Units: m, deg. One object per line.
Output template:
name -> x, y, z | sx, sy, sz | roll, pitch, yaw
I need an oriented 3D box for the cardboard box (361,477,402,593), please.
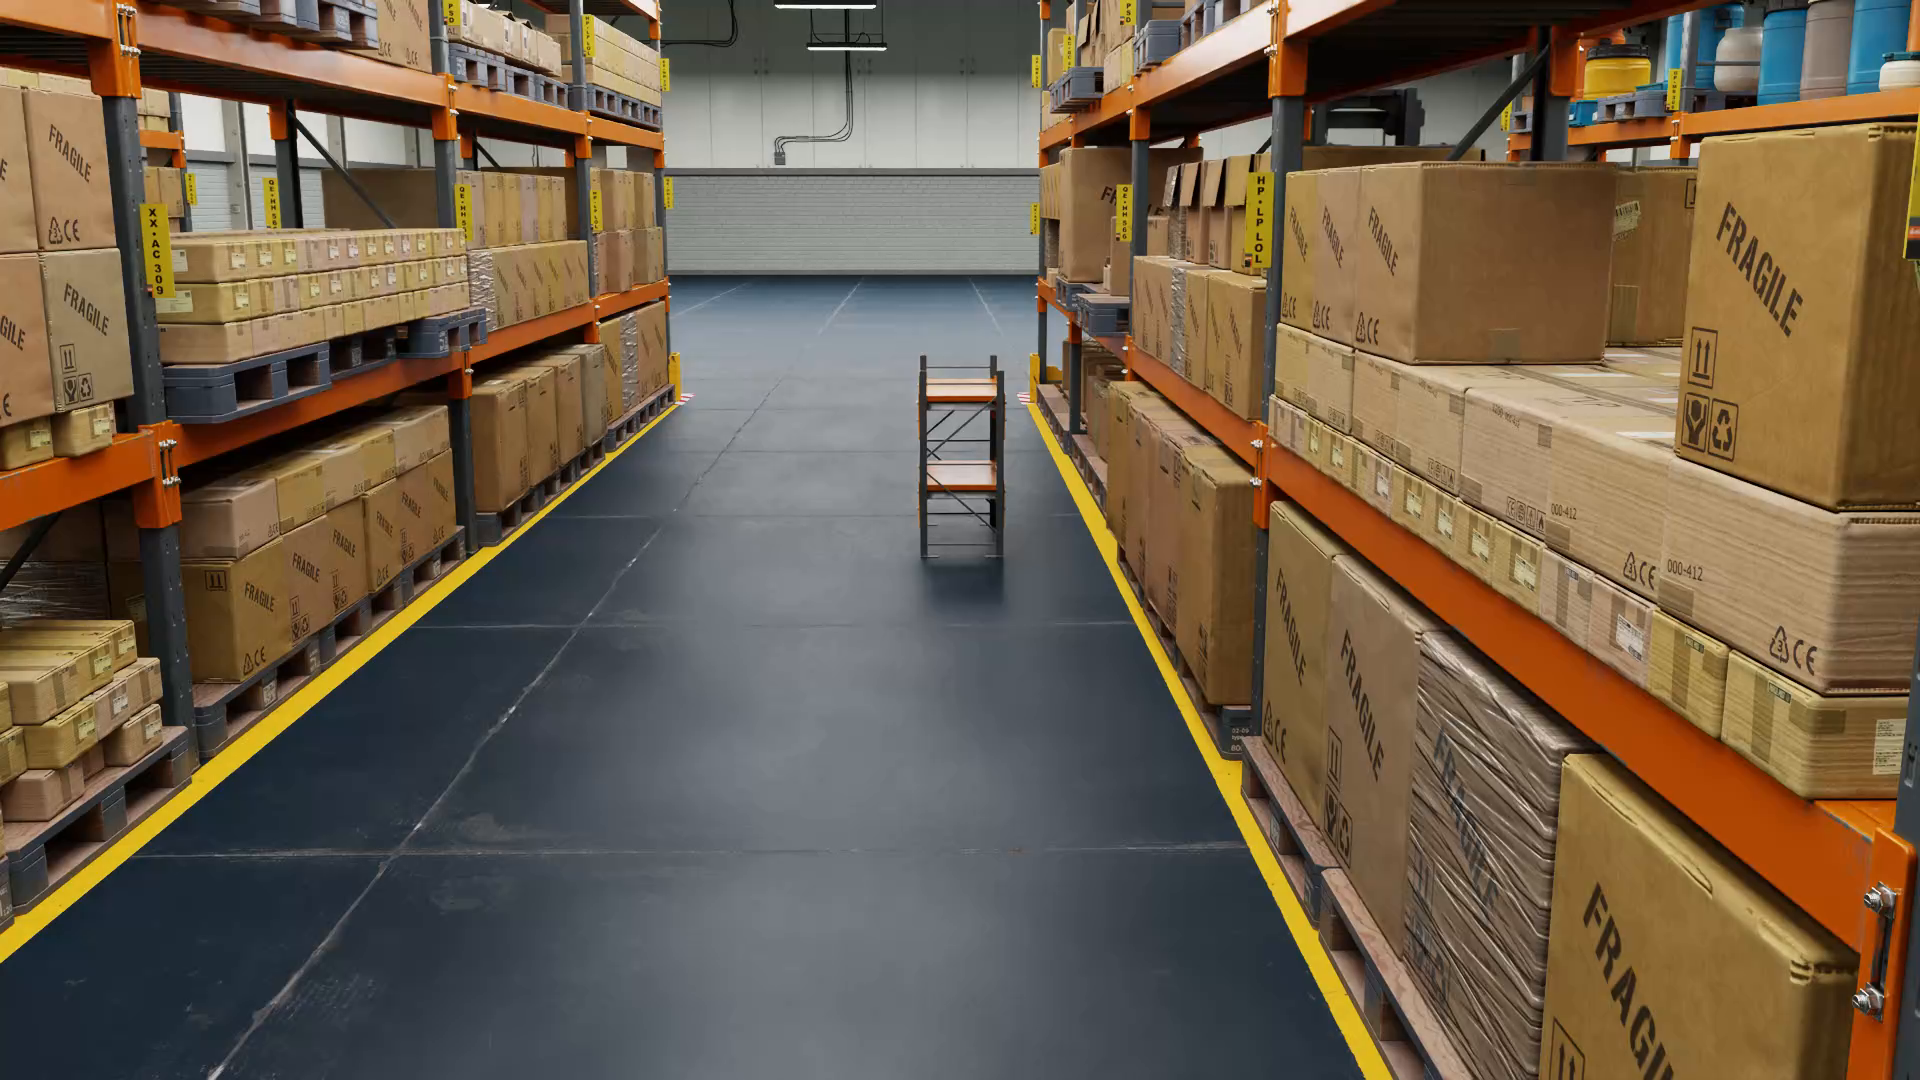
cardboard box -> -3.146, -0.028, 8.383 | 0.500, 0.500, 0.500 | -1, 11, -4

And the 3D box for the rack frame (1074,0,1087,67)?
rack frame -> 1.424, -5.121, 13.167 | 1.000, 3.000, 0.127 | 0, 11, -1

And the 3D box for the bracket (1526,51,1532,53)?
bracket -> 16.057, -14.004, 47.899 | 0.076, 0.066, 3.189 | 0, 11, -1

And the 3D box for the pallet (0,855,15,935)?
pallet -> -3.295, 1.153, 4.345 | 1.003, 0.211, 1.213 | 0, 11, -1

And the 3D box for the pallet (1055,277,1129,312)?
pallet -> 1.294, -1.934, 13.031 | 1.003, 0.211, 1.213 | 0, 11, -1

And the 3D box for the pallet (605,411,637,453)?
pallet -> -3.475, -0.965, 14.786 | 1.003, 0.211, 1.213 | 0, 11, -1

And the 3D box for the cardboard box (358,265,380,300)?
cardboard box -> -2.955, -1.210, 7.805 | 0.380, 0.149, 0.250 | 0, 11, -2

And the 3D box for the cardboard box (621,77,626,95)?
cardboard box -> -3.233, -4.109, 15.049 | 0.380, 0.149, 0.250 | 0, 11, -1

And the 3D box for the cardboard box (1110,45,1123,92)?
cardboard box -> 1.227, -2.974, 10.508 | 0.500, 0.250, 0.500 | 0, 11, -1

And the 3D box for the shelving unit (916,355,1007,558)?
shelving unit -> 0.000, -0.550, 10.441 | 0.538, 1.125, 1.048 | 0, 11, -1

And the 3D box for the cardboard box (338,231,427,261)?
cardboard box -> -2.969, -1.509, 8.532 | 0.380, 0.149, 0.250 | 0, 11, 1

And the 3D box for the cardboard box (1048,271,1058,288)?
cardboard box -> 1.042, -2.496, 15.952 | 0.380, 0.149, 0.250 | 0, 11, -1

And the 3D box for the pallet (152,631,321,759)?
pallet -> -3.390, 0.622, 6.963 | 1.003, 0.211, 1.213 | 0, 11, -1

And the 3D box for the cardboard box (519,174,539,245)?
cardboard box -> -3.499, -2.418, 12.167 | 0.700, 0.500, 0.500 | 0, 11, -1

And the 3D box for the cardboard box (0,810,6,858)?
cardboard box -> -3.002, 0.884, 4.774 | 0.380, 0.149, 0.250 | 0, 11, -1

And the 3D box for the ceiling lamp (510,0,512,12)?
ceiling lamp -> -10.208, -13.787, 41.205 | 2.000, 3.185, 0.800 | 0, 11, -1

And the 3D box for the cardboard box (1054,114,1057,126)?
cardboard box -> 1.131, -3.971, 15.422 | 0.500, 0.250, 0.500 | 0, 11, 1

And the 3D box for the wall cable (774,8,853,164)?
wall cable -> -4.283, -13.969, 48.228 | 2.305, 6.003, 0.169 | 0, 11, -1

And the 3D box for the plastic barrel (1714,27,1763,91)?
plastic barrel -> 6.563, -4.018, 13.939 | 0.421, 0.512, 0.421 | 0, 11, 0

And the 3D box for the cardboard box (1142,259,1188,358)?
cardboard box -> 1.257, -1.234, 8.847 | 0.500, 0.500, 0.500 | -1, 11, -3

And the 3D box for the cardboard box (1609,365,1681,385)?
cardboard box -> 1.891, -0.271, 3.979 | 0.500, 0.250, 0.500 | 0, 11, -2

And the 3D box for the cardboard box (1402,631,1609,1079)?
cardboard box -> 1.559, 0.732, 3.692 | 0.875, 0.875, 0.875 | 0, 11, -1

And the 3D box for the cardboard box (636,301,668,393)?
cardboard box -> -3.540, -2.005, 17.188 | 0.875, 0.875, 0.875 | 0, 11, -1

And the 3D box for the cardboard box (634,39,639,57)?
cardboard box -> -3.248, -4.650, 15.708 | 0.380, 0.149, 0.250 | 0, 11, -2

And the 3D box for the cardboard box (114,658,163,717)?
cardboard box -> -3.048, 0.517, 5.833 | 0.380, 0.149, 0.250 | 0, 11, 0

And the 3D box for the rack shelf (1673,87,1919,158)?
rack shelf -> 6.417, -2.921, 11.677 | 1.077, 0.370, 4.000 | 0, 11, -1

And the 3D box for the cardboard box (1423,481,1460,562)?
cardboard box -> 1.304, -0.045, 3.871 | 0.380, 0.149, 0.250 | 0, 11, 0

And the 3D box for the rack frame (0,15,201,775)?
rack frame -> -3.372, -0.590, 5.923 | 1.000, 3.000, 0.127 | 0, 11, -1

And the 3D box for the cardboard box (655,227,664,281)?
cardboard box -> -3.567, -2.975, 17.304 | 0.875, 0.550, 0.550 | 0, 11, -1

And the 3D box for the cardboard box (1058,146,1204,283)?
cardboard box -> 1.300, -2.522, 12.881 | 1.000, 1.000, 1.000 | 0, 11, -1

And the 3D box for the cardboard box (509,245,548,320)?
cardboard box -> -3.226, -1.825, 11.759 | 0.500, 0.500, 0.500 | 0, 11, -2

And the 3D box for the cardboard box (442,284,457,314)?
cardboard box -> -2.982, -1.322, 9.109 | 0.380, 0.149, 0.250 | 0, 11, -1

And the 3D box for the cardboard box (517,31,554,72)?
cardboard box -> -3.292, -3.587, 12.222 | 0.500, 0.250, 0.500 | 0, 11, -2

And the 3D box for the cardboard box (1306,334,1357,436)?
cardboard box -> 1.342, -0.469, 4.957 | 0.500, 0.250, 0.500 | 0, 11, -1

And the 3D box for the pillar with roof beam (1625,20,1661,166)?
pillar with roof beam -> 12.277, -10.594, 40.147 | 9.100, 9.000, 0.548 | 0, 11, -1

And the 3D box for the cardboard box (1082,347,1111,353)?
cardboard box -> 1.378, -1.589, 16.079 | 0.500, 0.500, 0.500 | 1, 11, 4

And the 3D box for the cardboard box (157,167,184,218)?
cardboard box -> -8.338, -3.519, 16.847 | 0.700, 0.500, 0.500 | -1, 11, -3

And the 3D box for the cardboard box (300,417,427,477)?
cardboard box -> -3.157, -0.498, 8.816 | 0.500, 0.250, 0.500 | 0, 11, 0

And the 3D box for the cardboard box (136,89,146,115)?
cardboard box -> -8.291, -4.277, 16.180 | 0.500, 0.250, 0.500 | 0, 11, -2

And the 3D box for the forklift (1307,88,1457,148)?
forklift -> 3.020, -1.847, 12.293 | 1.130, 2.935, 3.031 | 0, 11, -1

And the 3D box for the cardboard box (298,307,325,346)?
cardboard box -> -2.937, -0.908, 7.065 | 0.380, 0.149, 0.250 | 0, 11, -1

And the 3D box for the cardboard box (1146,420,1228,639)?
cardboard box -> 1.536, -0.060, 7.597 | 1.225, 0.875, 0.875 | -1, 11, -3

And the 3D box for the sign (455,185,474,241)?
sign -> -2.912, -1.918, 9.756 | 0.100, 0.325, 0.005 | 0, 11, -1

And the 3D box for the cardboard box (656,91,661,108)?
cardboard box -> -3.274, -4.513, 17.038 | 0.380, 0.149, 0.250 | 0, 11, -1

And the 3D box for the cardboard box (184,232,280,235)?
cardboard box -> -3.618, -1.458, 8.282 | 0.380, 0.149, 0.250 | 0, 11, 1

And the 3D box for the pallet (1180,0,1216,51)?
pallet -> 1.599, -2.413, 7.839 | 1.003, 0.211, 1.213 | 0, 11, 1

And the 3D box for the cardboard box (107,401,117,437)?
cardboard box -> -3.132, -0.411, 5.673 | 0.380, 0.149, 0.250 | 0, 11, -2

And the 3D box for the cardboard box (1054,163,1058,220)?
cardboard box -> 1.118, -3.153, 15.040 | 0.500, 0.500, 0.500 | 0, 11, -1

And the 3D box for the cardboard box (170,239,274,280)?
cardboard box -> -2.932, -1.100, 6.516 | 0.380, 0.149, 0.250 | 0, 11, 0

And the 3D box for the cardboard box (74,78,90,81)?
cardboard box -> -8.200, -4.302, 15.302 | 0.380, 0.149, 0.250 | 0, 11, 0

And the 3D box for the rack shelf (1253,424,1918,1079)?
rack shelf -> 1.630, 0.160, 4.037 | 1.077, 0.370, 4.000 | 0, 11, -1

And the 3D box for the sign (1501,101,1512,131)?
sign -> 5.743, -4.469, 17.477 | 0.100, 0.325, 0.005 | 0, 11, -1

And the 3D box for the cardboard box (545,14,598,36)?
cardboard box -> -3.205, -4.247, 13.721 | 0.380, 0.149, 0.250 | 0, 11, -1

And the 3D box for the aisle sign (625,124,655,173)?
aisle sign -> -3.322, -4.265, 17.498 | 0.394, 0.787, 0.004 | 0, 11, -1

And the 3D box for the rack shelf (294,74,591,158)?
rack shelf -> -3.496, -2.900, 11.576 | 1.077, 0.370, 4.000 | 0, 11, -1
